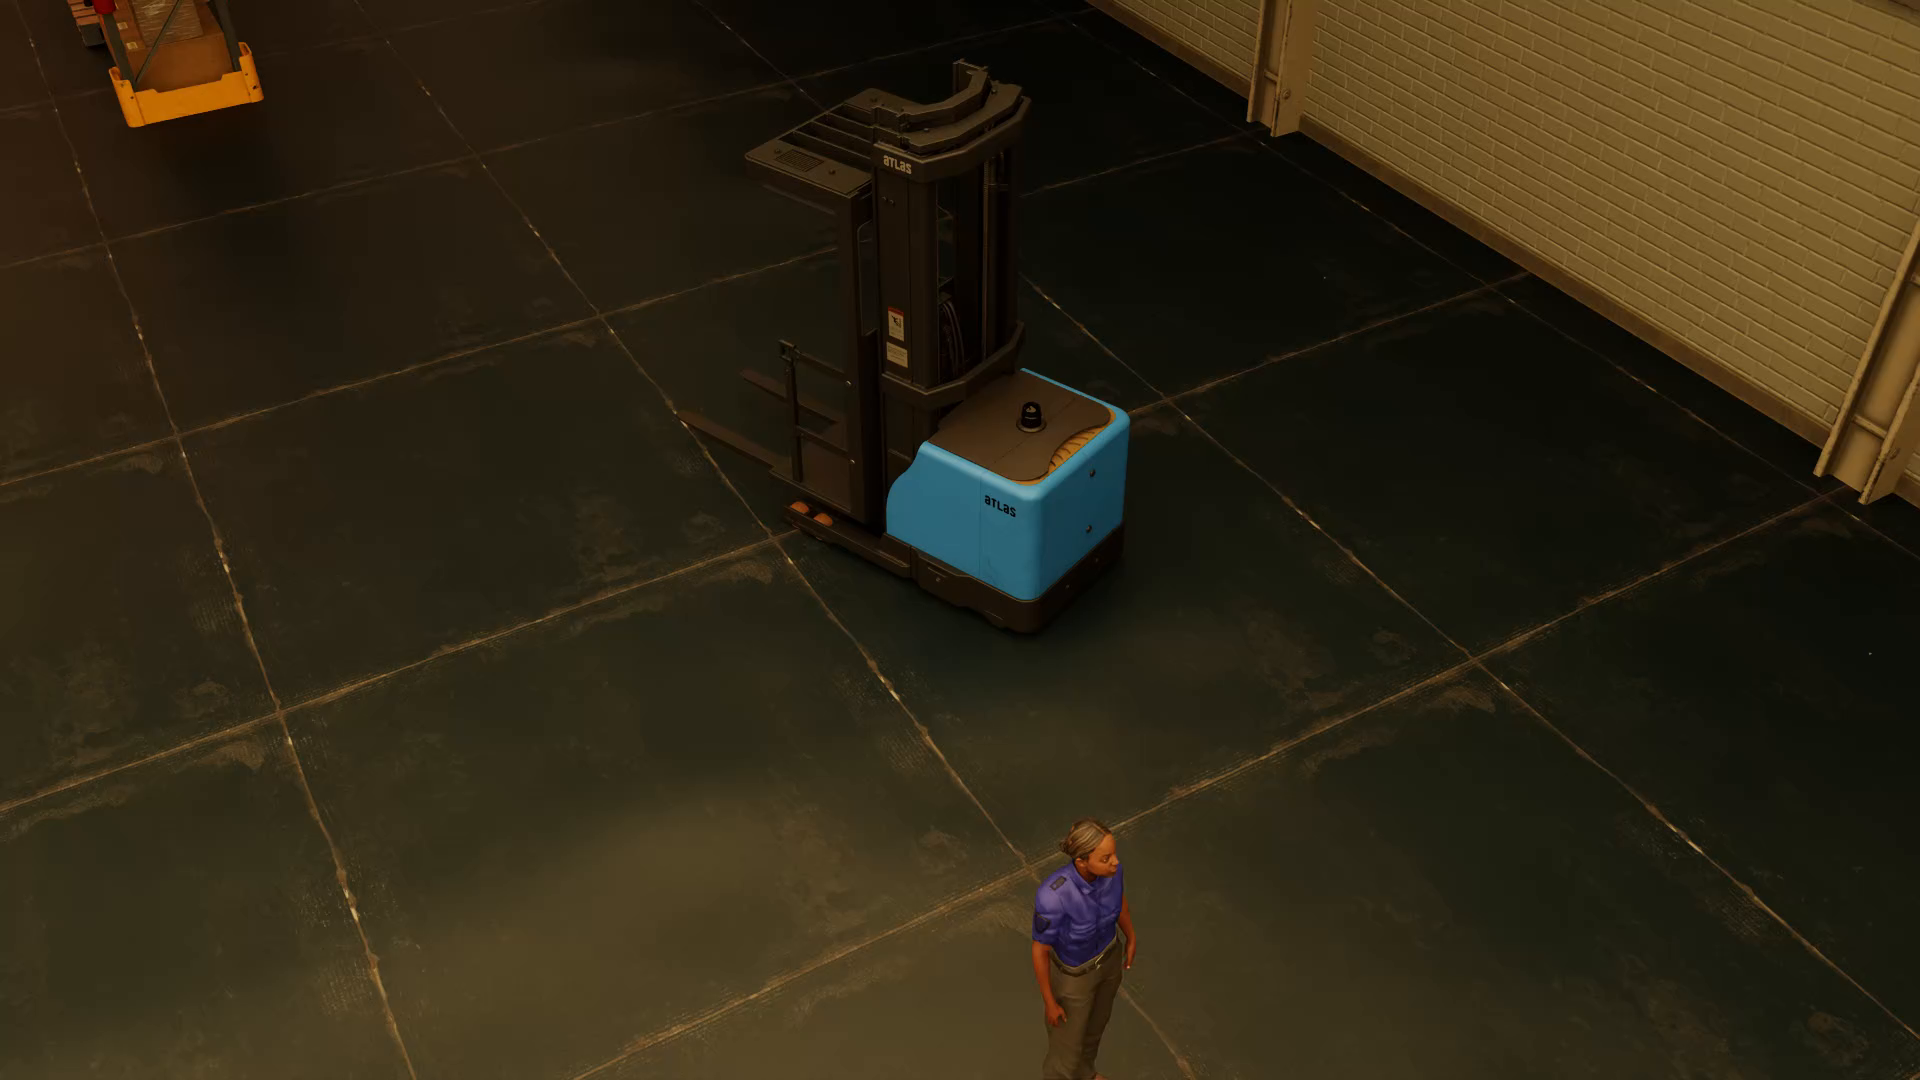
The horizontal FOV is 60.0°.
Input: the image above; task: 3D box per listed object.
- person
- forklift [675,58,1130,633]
[{"bbox_3d":[0.558,1.819,6.831,0.569,1.656,0.503,-32,49,-32],"label":"person"},{"bbox_3d":[-0.481,-1.366,9.683,3.031,2.935,1.130,26,46,28],"label":"forklift"}]
